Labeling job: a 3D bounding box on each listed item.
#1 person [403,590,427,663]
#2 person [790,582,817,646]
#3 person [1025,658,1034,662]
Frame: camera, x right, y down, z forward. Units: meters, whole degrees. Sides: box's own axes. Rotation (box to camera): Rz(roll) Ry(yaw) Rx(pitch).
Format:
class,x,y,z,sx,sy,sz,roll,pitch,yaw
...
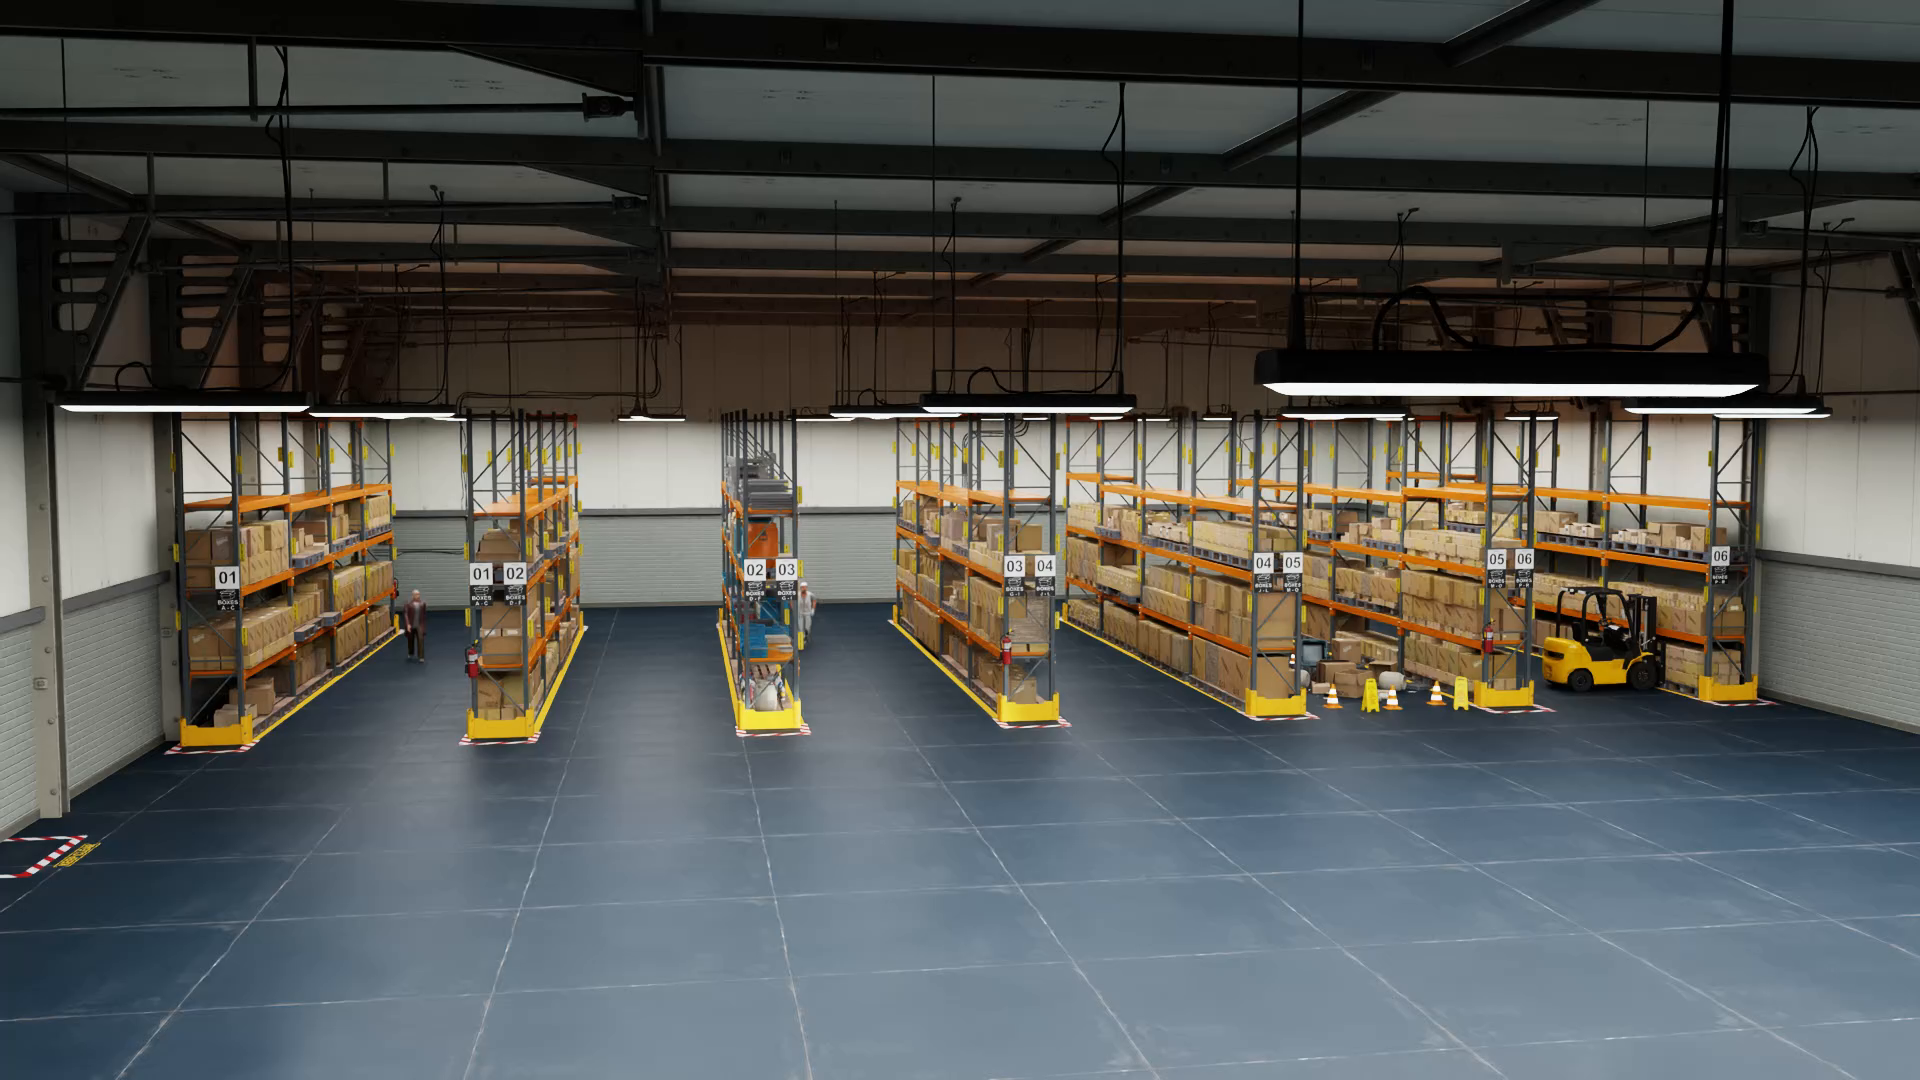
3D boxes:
class,x,y,z,sx,sy,sz,roll,pitch,yaw
person,-13.042,2.062,39.788,0.530,1.727,1.143,-1,4,-19
person,-4.020,1.908,42.719,0.661,1.686,0.618,0,4,-1
person,1.665,2.110,39.808,0.749,1.676,0.683,0,4,-1
